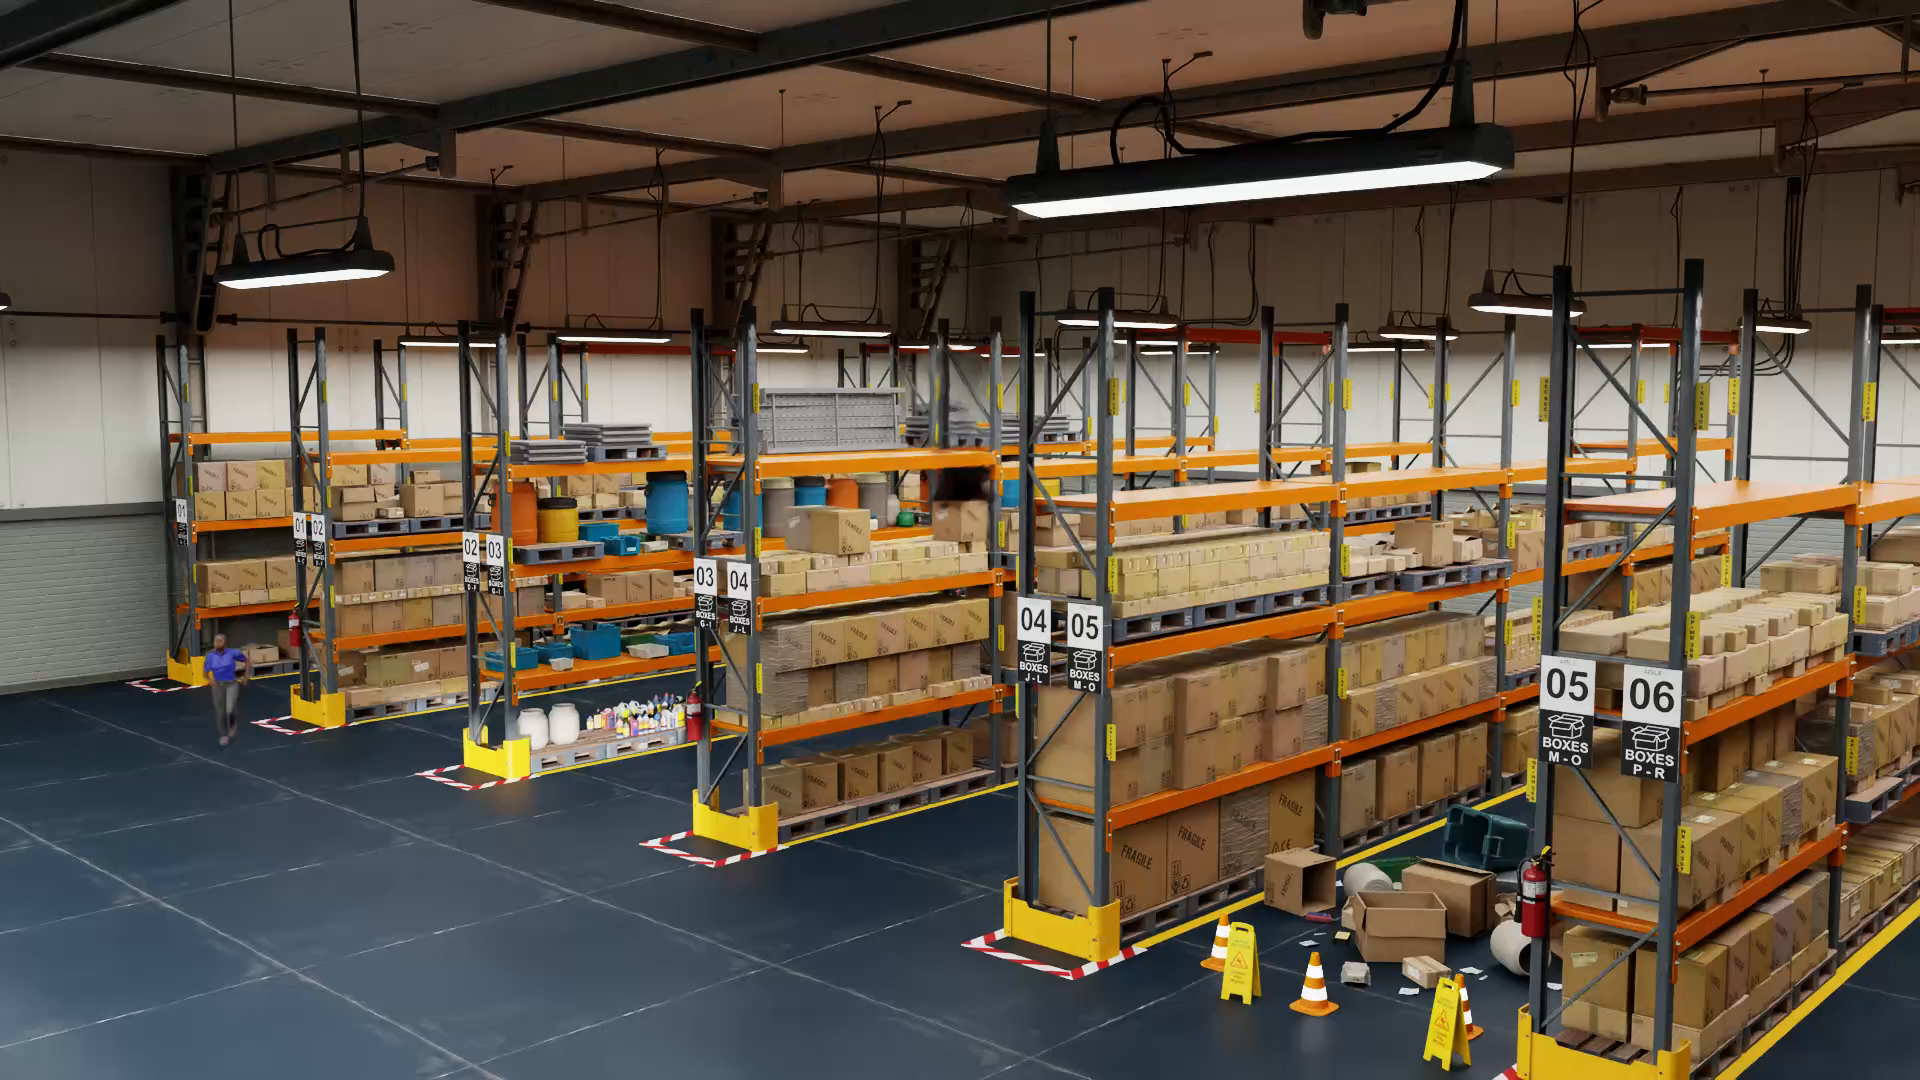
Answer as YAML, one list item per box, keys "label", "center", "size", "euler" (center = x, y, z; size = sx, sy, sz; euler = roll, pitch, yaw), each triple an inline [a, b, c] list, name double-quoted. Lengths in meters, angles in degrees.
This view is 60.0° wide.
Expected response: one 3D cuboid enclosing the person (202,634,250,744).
- label: "person"
  center: [-10.480, 2.135, 23.746]
  size: [0.599, 1.612, 0.711]
  euler: [-1, 6, -13]
